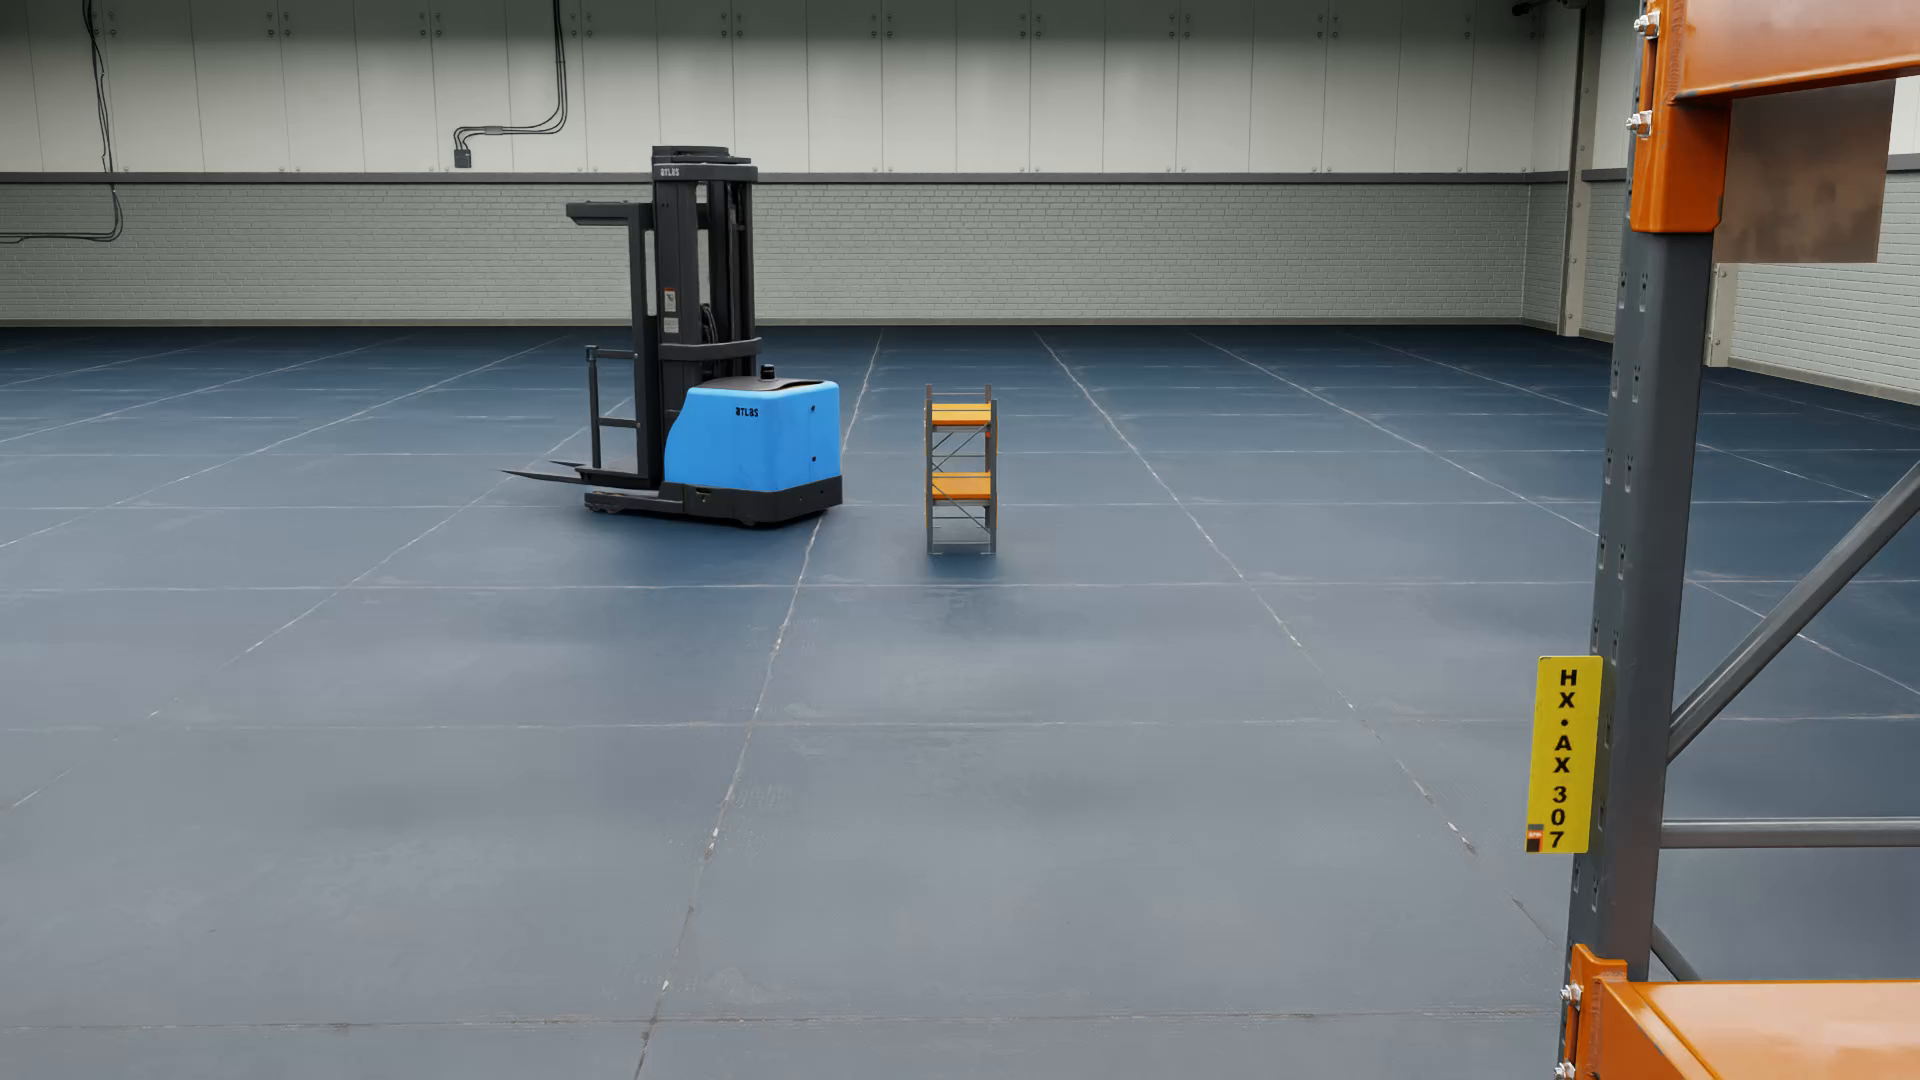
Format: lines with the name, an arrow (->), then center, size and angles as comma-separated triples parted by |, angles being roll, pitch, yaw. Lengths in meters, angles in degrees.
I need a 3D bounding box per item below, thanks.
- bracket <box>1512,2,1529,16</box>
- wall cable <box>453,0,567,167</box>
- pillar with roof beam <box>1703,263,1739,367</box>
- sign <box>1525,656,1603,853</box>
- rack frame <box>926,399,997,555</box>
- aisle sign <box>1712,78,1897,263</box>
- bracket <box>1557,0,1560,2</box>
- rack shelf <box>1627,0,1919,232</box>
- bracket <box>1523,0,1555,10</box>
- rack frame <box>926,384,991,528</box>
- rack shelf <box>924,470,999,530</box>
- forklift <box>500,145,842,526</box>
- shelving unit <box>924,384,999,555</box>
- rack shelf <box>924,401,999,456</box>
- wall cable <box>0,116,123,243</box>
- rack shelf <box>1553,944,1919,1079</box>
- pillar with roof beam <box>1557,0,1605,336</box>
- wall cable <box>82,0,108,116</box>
bracket -> 11.258, -10.649, 33.363 | 0.235, 0.232, 0.430 | 0, 11, -1
wall cable -> -9.070, -10.497, 33.114 | 2.305, 6.003, 0.169 | 0, 11, -1
pillar with roof beam -> 7.491, -7.122, 25.034 | 9.100, 9.000, 0.400 | 0, 11, -1
sign -> 0.956, 0.342, 2.635 | 0.100, 0.325, 0.005 | 0, 11, -1
rack frame -> 0.011, -0.449, 11.943 | 0.500, 1.125, 0.032 | 0, 11, -1
aisle sign -> 1.212, -0.811, 2.475 | 0.394, 0.787, 0.004 | 0, 11, -1
bracket -> 11.307, -10.178, 31.041 | 0.235, 0.232, 0.430 | 0, 11, -1
rack shelf -> 1.548, -0.244, 0.483 | 1.077, 0.370, 4.000 | 0, 11, -1
bracket -> 11.270, -10.532, 32.785 | 0.076, 0.066, 3.189 | 0, 11, -1
rack frame -> -0.010, -0.651, 12.939 | 0.500, 1.125, 0.032 | 0, 11, -1
rack shelf -> 0.000, -0.310, 12.489 | 0.538, 0.278, 1.000 | 0, 11, -1
forklift -> -2.506, -1.732, 13.725 | 3.031, 2.935, 1.130 | 6, 13, 29
shelving unit -> 0.000, -0.550, 12.441 | 0.538, 1.125, 1.048 | 0, 11, -1
rack shelf -> 0.000, -0.837, 12.382 | 0.538, 0.278, 1.000 | 0, 11, -1
wall cable -> -18.561, -7.273, 33.584 | 3.097, 2.526, 0.112 | 0, 11, -1
rack shelf -> 1.548, 1.226, 0.781 | 1.077, 0.370, 4.000 | 0, 11, -1
pillar with roof beam -> 7.367, -8.315, 30.913 | 9.100, 9.000, 0.548 | 0, 11, -1
wall cable -> -15.857, -9.759, 33.137 | 3.097, 2.526, 0.112 | 0, 11, -1
